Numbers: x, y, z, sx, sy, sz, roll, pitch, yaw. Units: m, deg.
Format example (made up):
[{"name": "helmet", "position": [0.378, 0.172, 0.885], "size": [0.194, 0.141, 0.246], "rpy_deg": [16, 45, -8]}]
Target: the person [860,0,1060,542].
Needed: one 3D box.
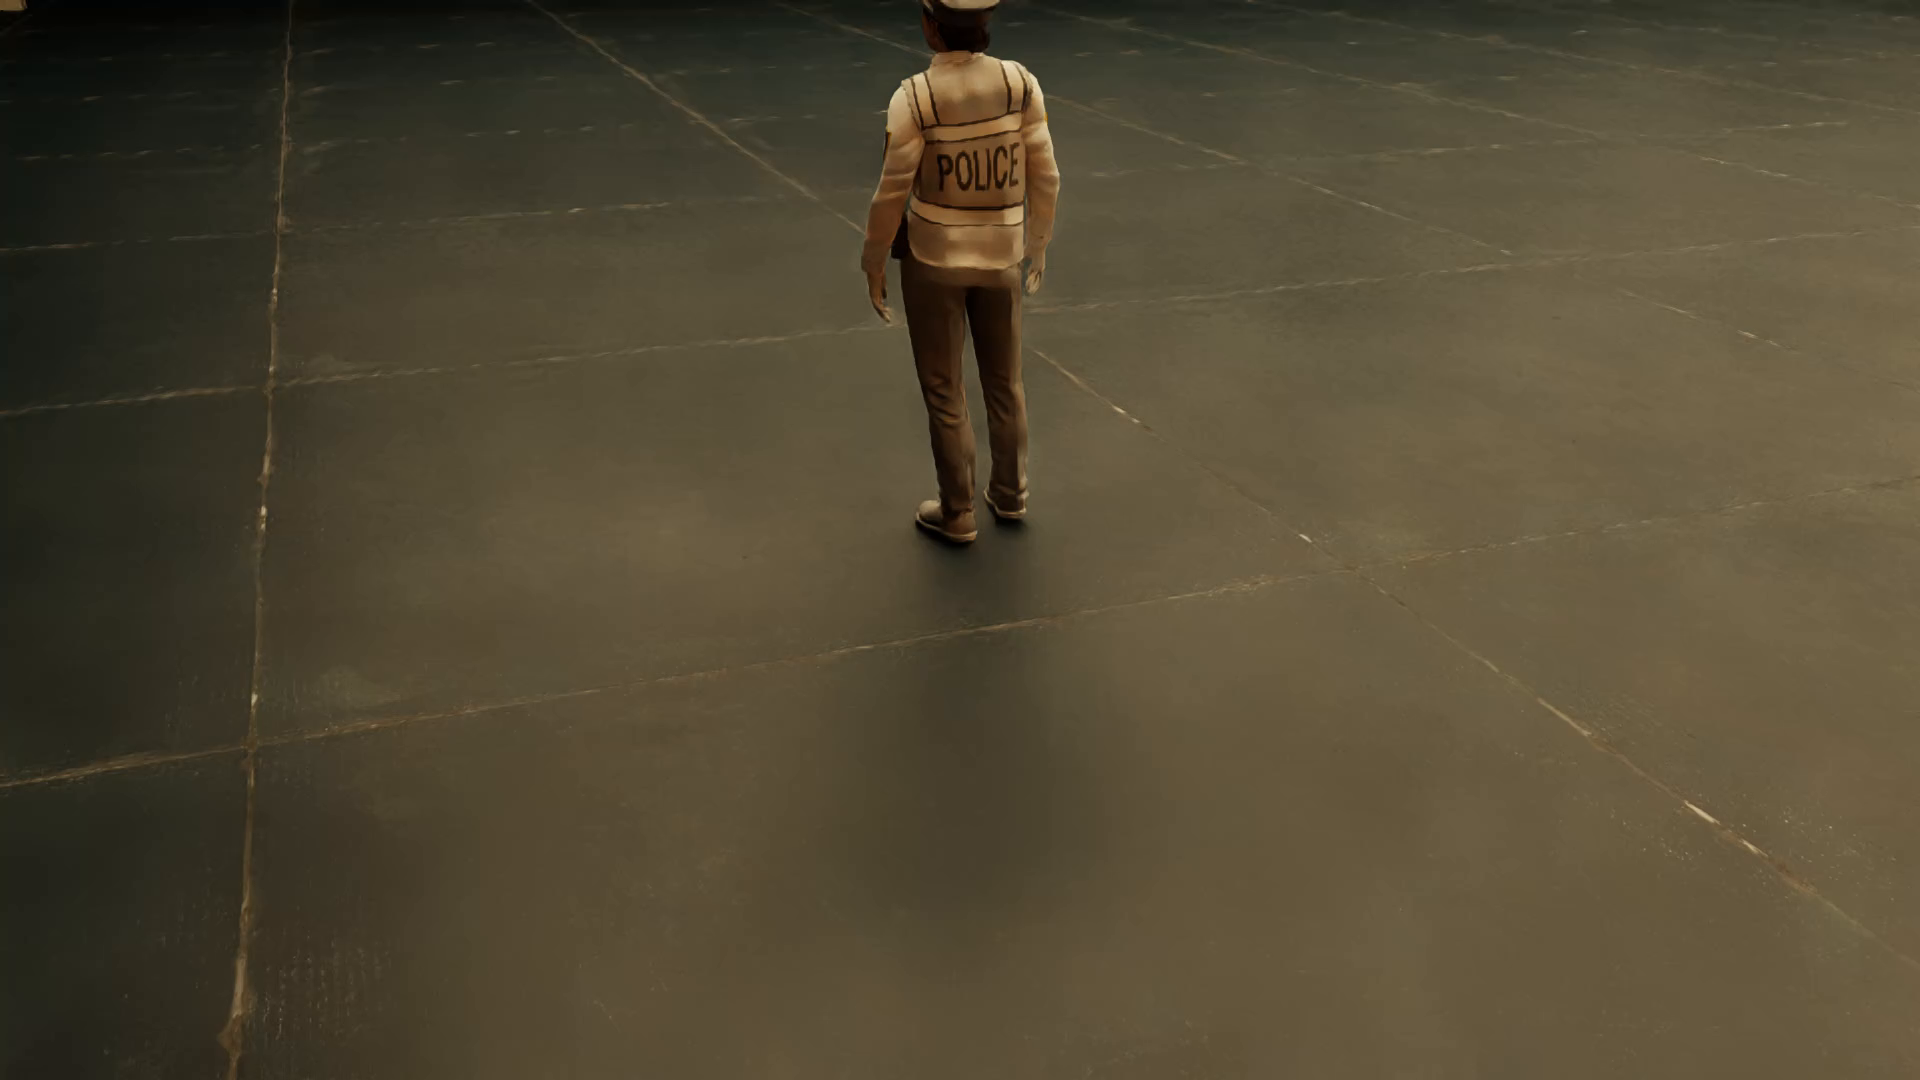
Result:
[{"name": "person", "position": [-0.016, -0.813, 4.809], "size": [0.586, 1.695, 0.532], "rpy_deg": [-8, 24, -18]}]
